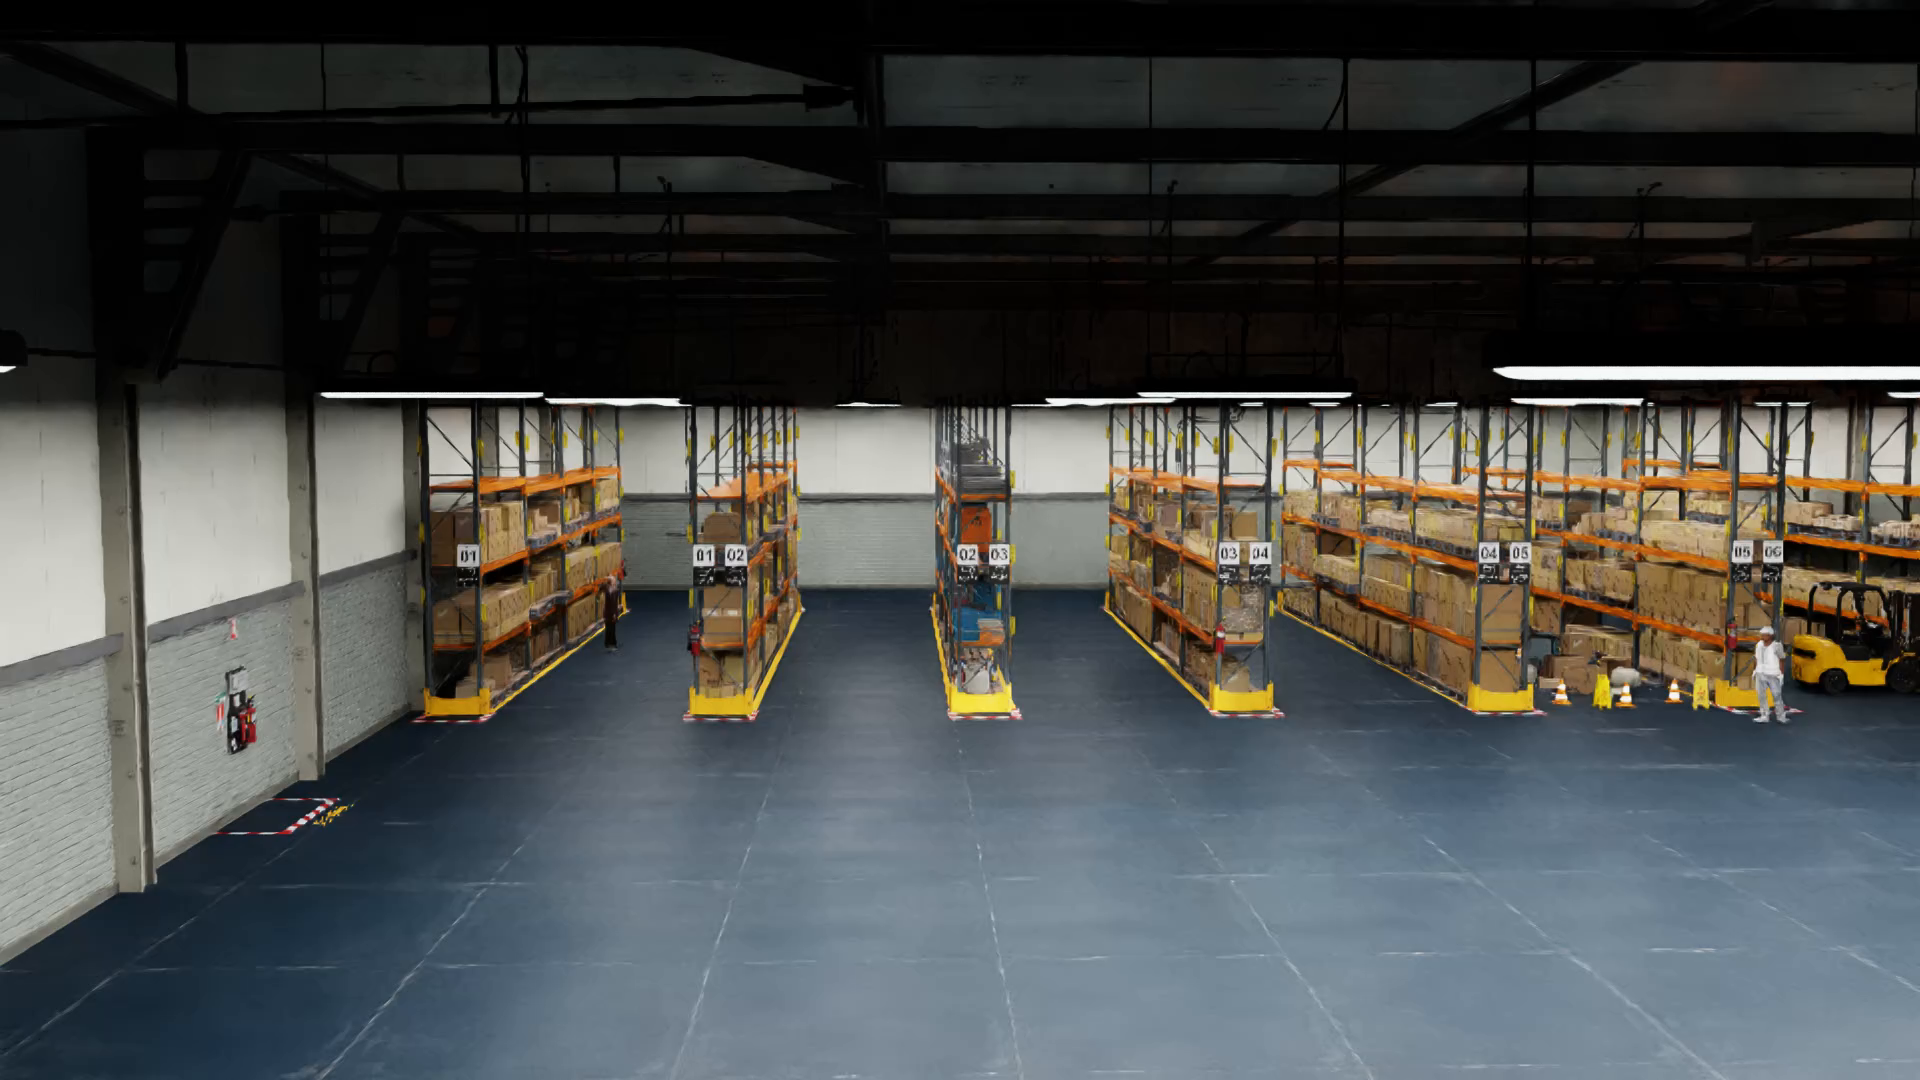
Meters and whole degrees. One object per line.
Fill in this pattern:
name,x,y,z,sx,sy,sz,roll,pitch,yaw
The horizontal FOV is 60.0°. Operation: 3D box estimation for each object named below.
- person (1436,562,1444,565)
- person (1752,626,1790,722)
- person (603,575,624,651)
person,12.371,1.442,43.008,0.581,1.768,0.642,2,5,24
person,14.837,2.449,30.446,0.548,1.779,0.655,-3,5,-31
person,-8.209,1.716,39.385,0.522,1.787,0.652,-2,5,-21
